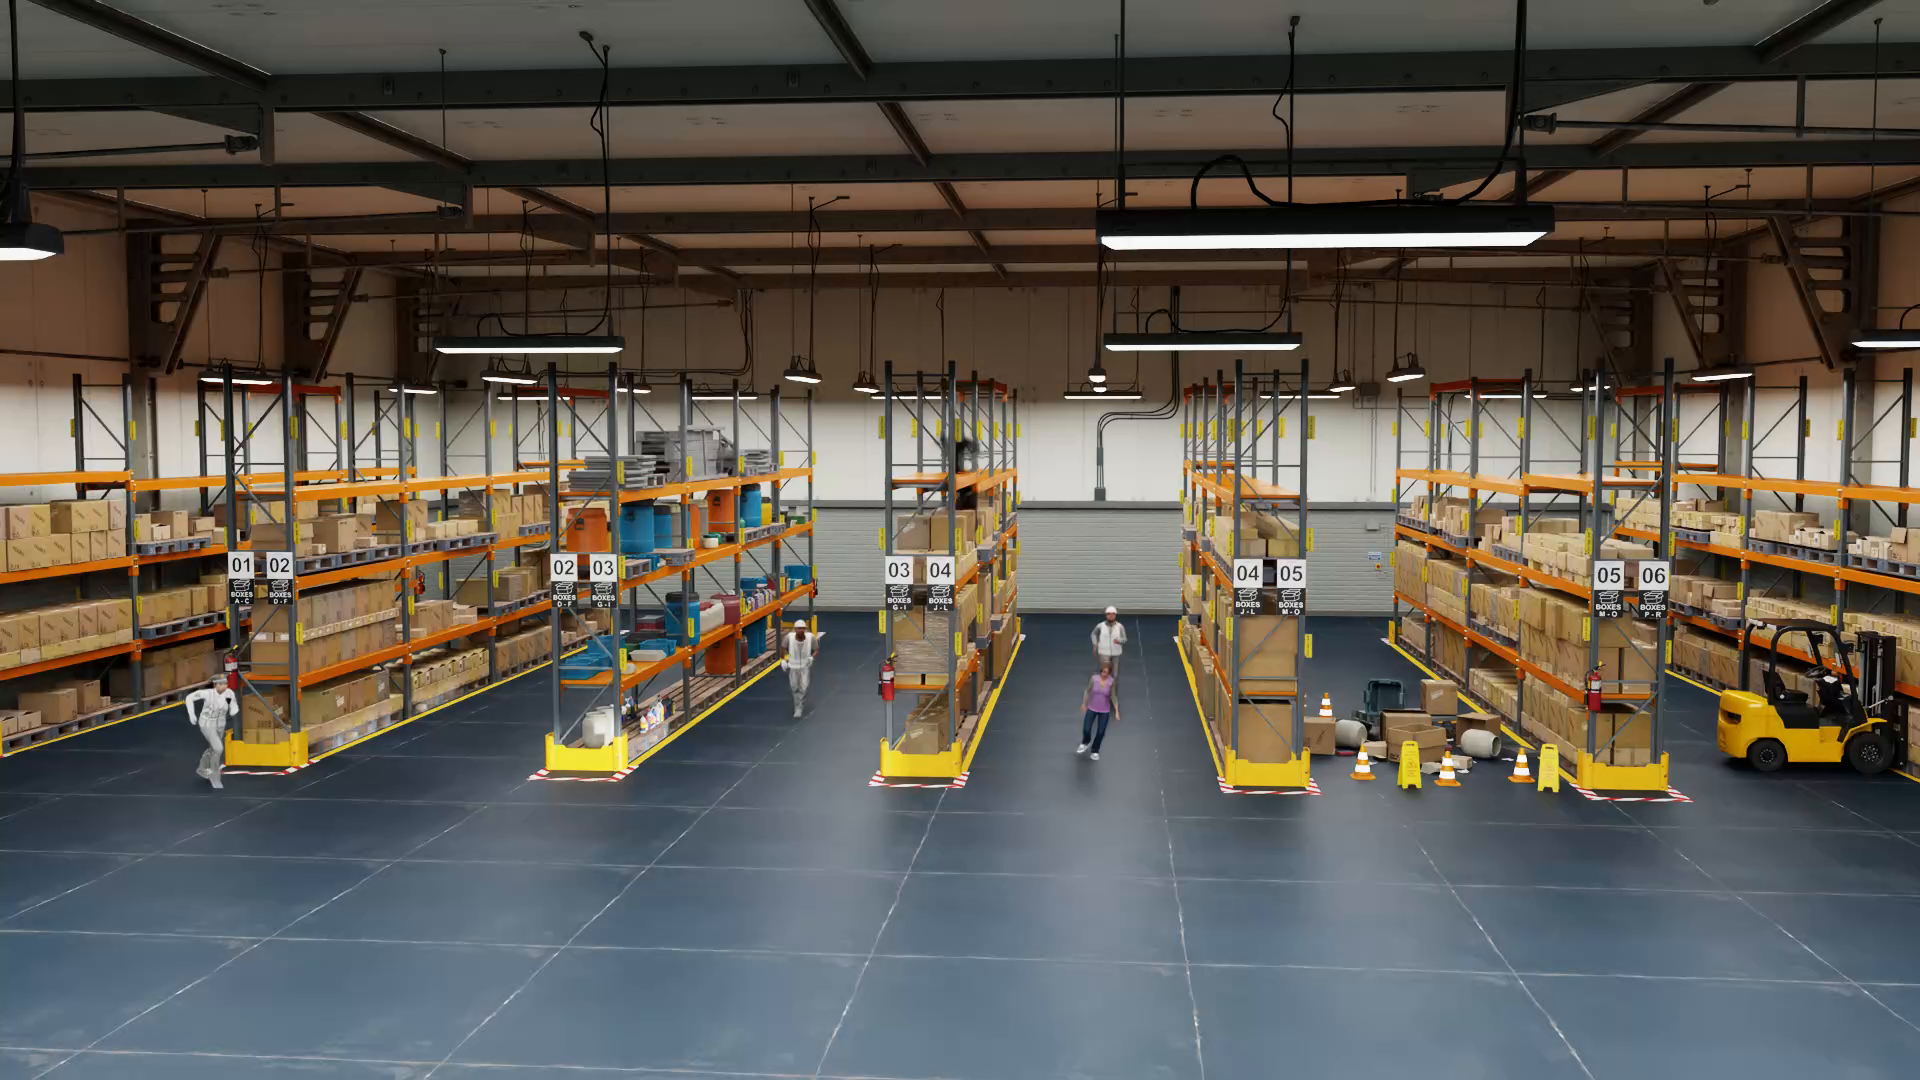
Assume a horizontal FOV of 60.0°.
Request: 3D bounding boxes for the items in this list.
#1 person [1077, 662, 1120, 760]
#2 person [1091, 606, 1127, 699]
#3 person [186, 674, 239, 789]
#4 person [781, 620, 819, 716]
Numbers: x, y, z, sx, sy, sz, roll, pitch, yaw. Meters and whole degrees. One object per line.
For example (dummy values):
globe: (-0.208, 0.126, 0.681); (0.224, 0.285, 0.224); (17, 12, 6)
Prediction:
person: (2.091, 2.578, 25.159); (0.650, 1.522, 0.579); (0, 4, 4)
person: (2.752, 2.118, 30.493); (0.624, 1.799, 0.725); (0, 4, -4)
person: (-10.545, 2.680, 23.433); (0.899, 1.663, 0.656); (3, 5, 39)
person: (-2.801, 2.232, 29.135); (0.666, 1.705, 0.715); (-1, 4, -10)
